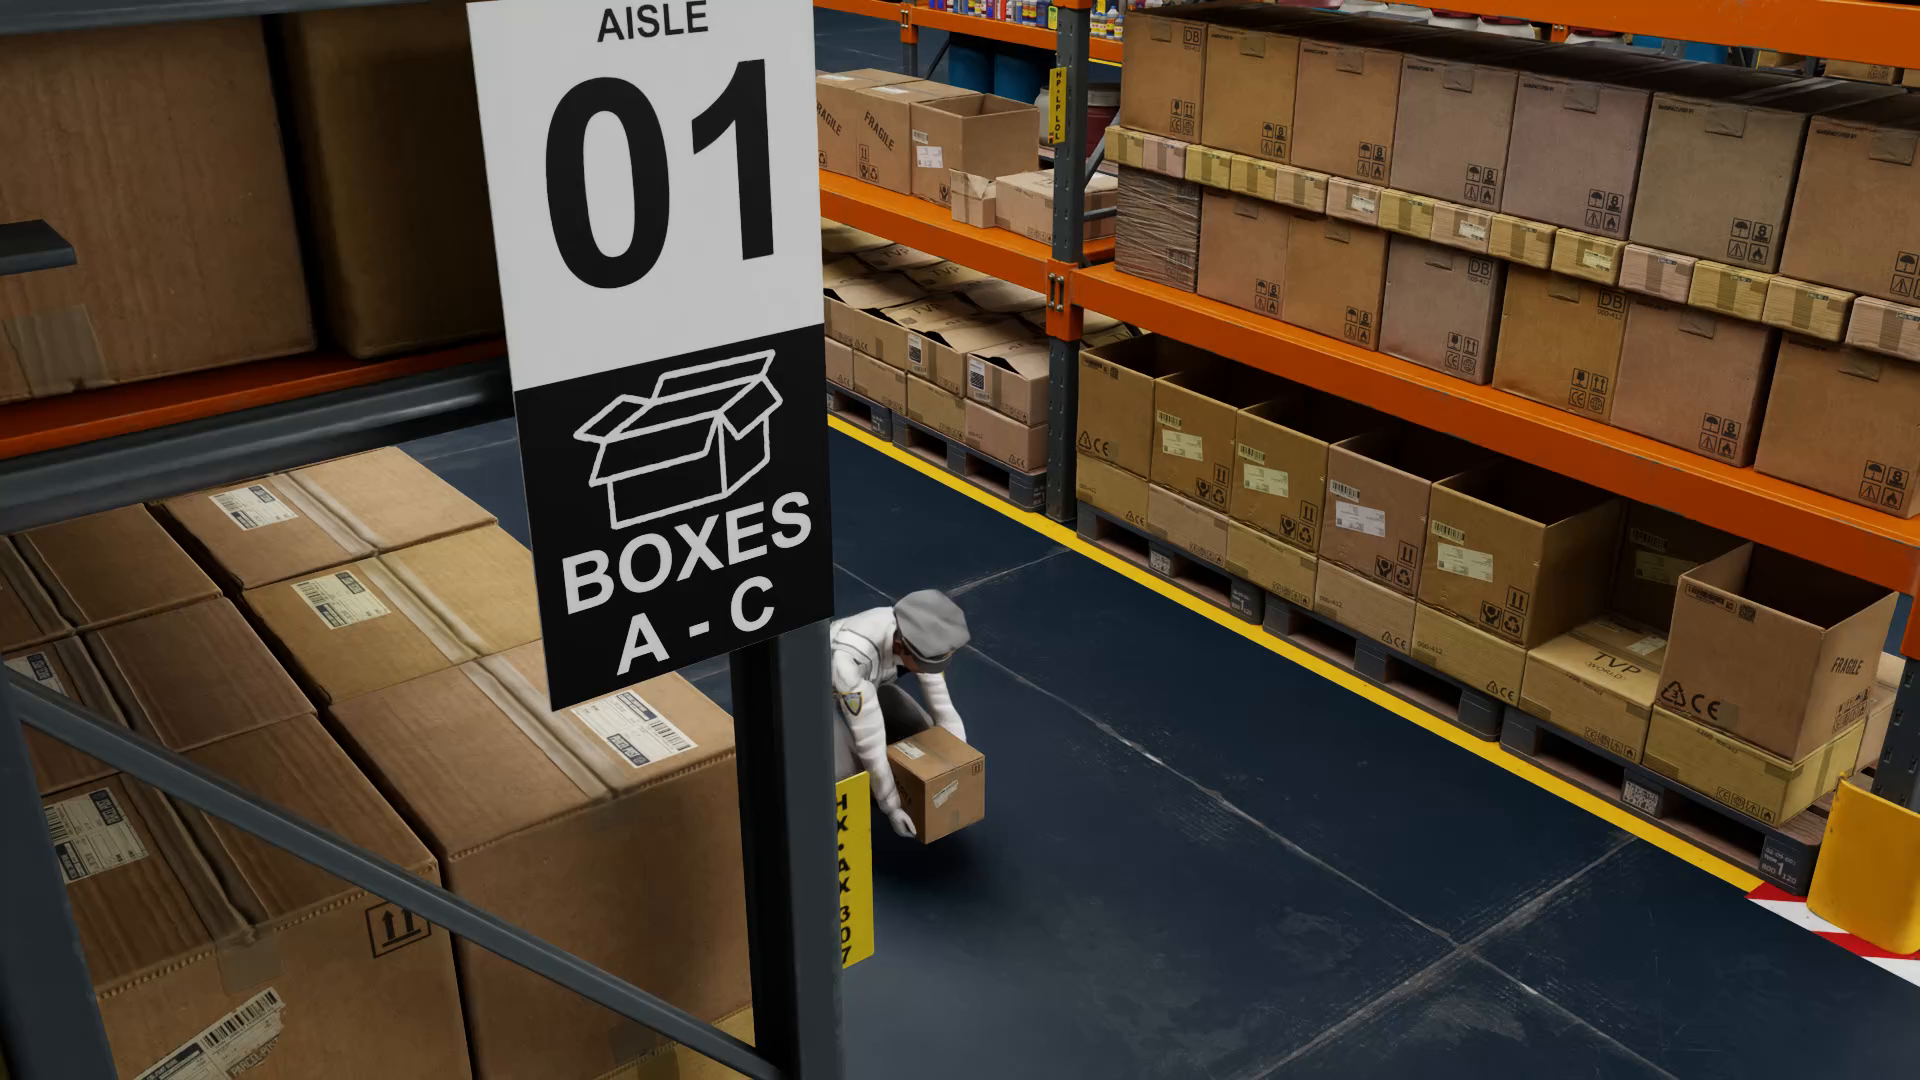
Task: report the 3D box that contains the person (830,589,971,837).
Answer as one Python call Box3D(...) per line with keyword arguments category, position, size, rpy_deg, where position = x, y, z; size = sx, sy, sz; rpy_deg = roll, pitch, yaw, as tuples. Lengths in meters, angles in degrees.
Box3D(category="person", position=(-0.300, 0.564, 5.723), size=(0.466, 0.979, 0.851), rpy_deg=(-19, 31, -35))
